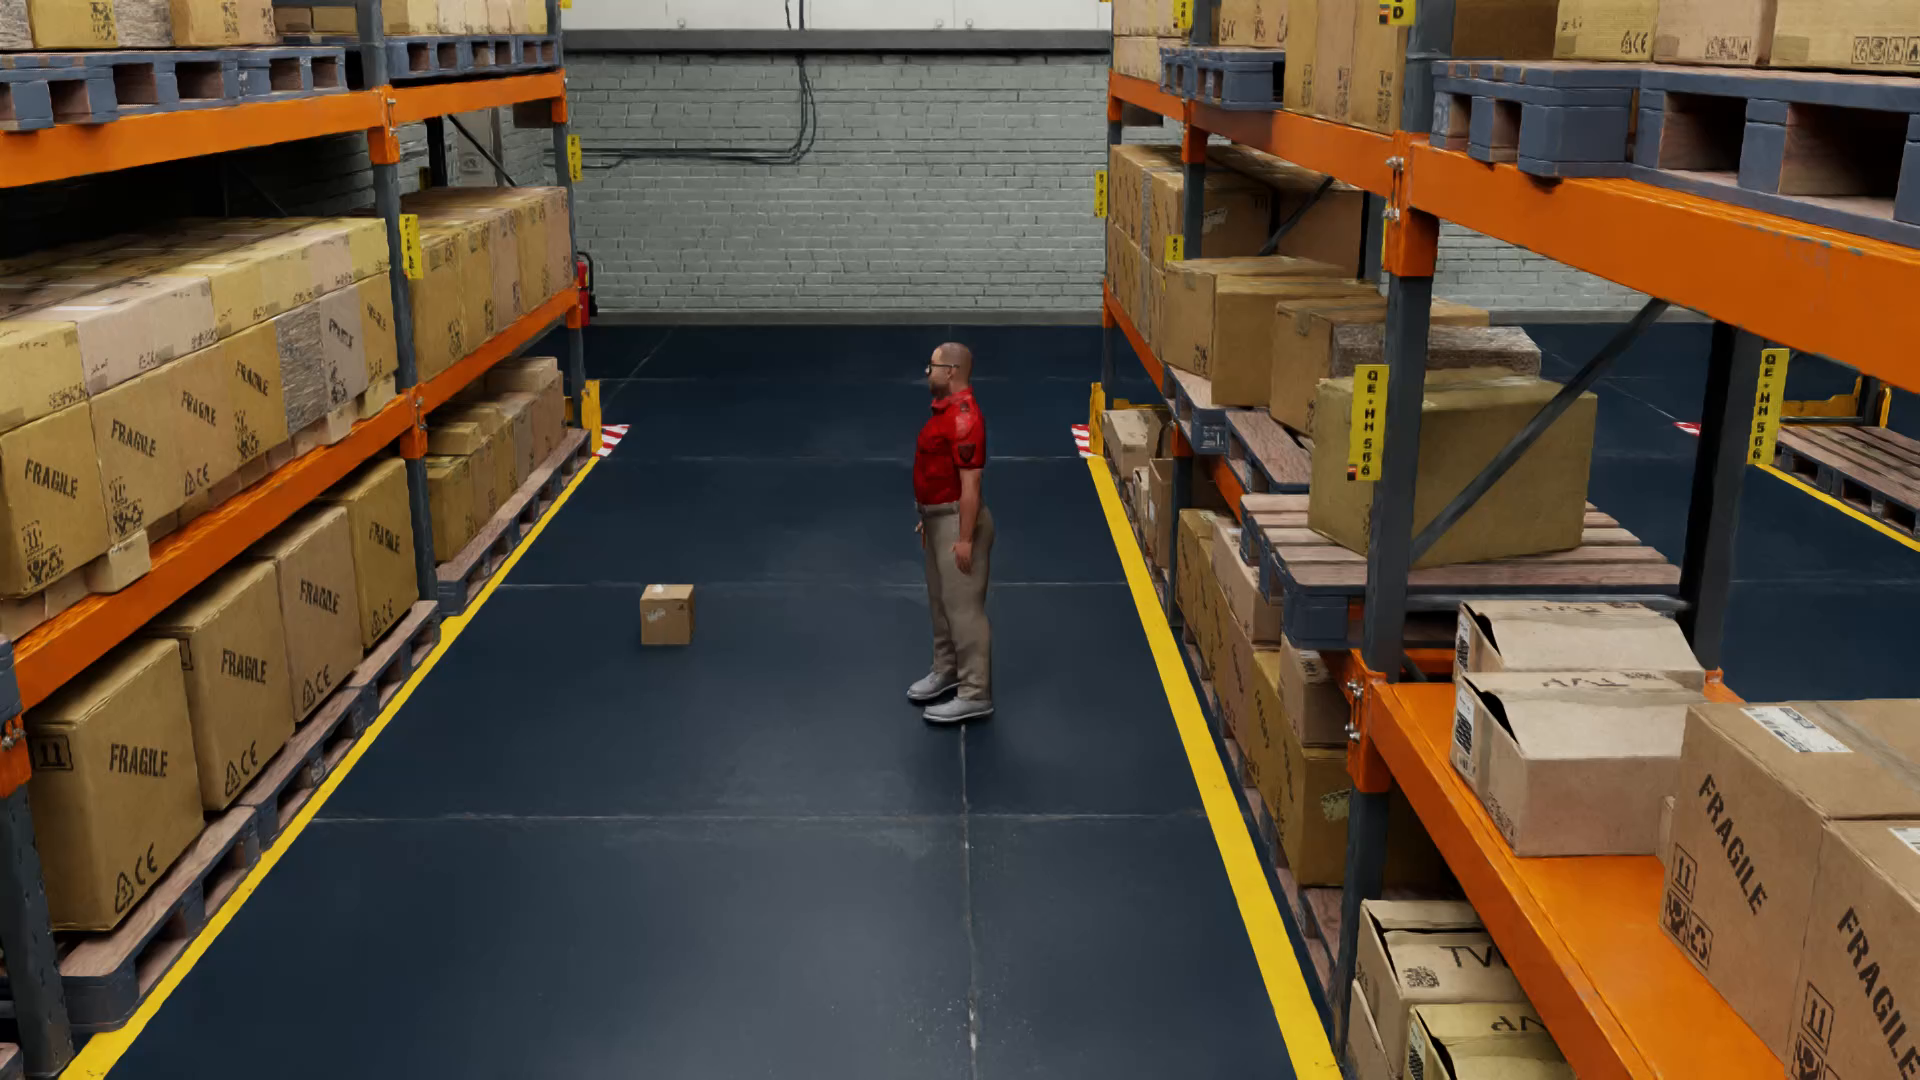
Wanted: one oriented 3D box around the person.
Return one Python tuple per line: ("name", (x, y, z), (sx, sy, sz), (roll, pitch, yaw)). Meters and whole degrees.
("person", (-0.046, -0.054, 7.711), (0.402, 1.726, 0.559), (-2, 17, -7))
